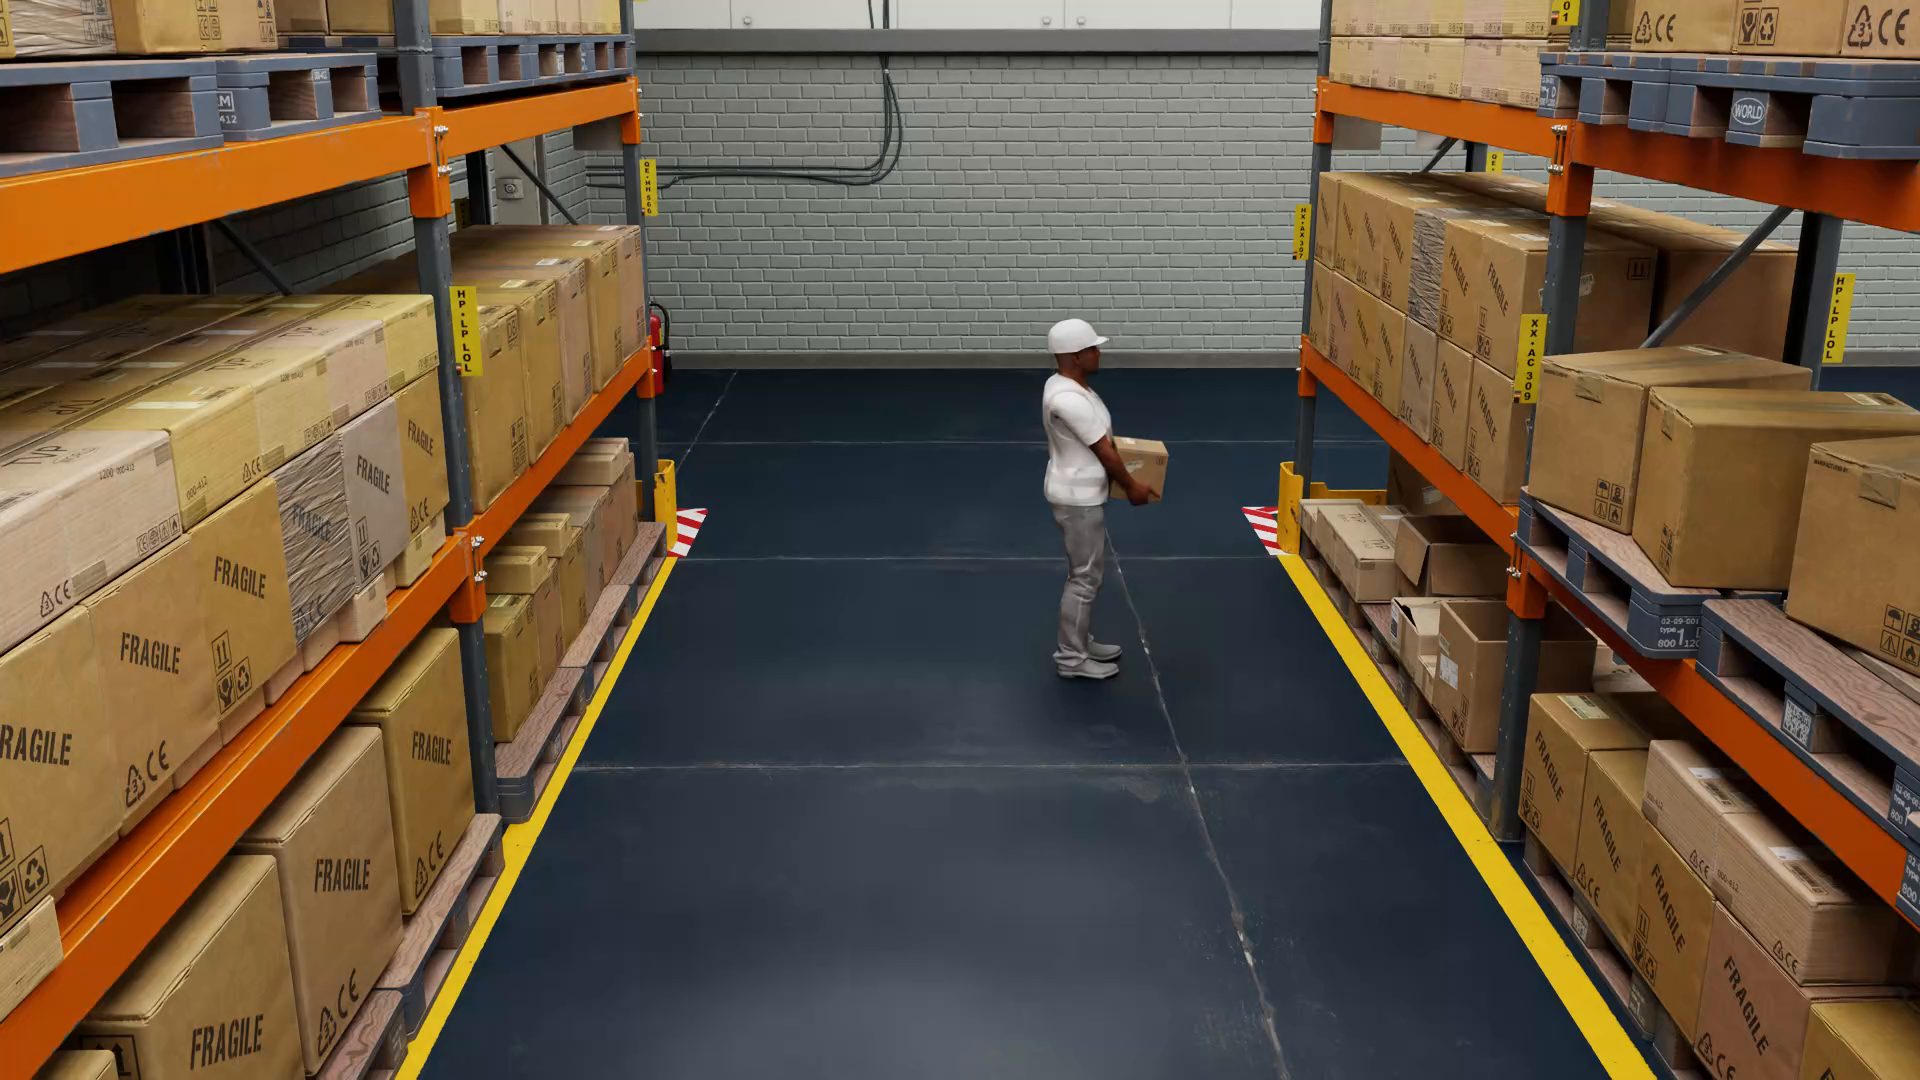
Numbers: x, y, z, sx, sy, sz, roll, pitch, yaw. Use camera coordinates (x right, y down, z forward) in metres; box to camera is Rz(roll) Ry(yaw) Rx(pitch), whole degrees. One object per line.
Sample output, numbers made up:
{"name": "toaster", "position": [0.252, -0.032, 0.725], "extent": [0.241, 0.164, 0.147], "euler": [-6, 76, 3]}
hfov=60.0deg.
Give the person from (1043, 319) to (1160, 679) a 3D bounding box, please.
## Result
{"name": "person", "position": [0.682, -0.209, 8.192], "extent": [0.569, 1.761, 0.504], "euler": [0, 17, 0]}
